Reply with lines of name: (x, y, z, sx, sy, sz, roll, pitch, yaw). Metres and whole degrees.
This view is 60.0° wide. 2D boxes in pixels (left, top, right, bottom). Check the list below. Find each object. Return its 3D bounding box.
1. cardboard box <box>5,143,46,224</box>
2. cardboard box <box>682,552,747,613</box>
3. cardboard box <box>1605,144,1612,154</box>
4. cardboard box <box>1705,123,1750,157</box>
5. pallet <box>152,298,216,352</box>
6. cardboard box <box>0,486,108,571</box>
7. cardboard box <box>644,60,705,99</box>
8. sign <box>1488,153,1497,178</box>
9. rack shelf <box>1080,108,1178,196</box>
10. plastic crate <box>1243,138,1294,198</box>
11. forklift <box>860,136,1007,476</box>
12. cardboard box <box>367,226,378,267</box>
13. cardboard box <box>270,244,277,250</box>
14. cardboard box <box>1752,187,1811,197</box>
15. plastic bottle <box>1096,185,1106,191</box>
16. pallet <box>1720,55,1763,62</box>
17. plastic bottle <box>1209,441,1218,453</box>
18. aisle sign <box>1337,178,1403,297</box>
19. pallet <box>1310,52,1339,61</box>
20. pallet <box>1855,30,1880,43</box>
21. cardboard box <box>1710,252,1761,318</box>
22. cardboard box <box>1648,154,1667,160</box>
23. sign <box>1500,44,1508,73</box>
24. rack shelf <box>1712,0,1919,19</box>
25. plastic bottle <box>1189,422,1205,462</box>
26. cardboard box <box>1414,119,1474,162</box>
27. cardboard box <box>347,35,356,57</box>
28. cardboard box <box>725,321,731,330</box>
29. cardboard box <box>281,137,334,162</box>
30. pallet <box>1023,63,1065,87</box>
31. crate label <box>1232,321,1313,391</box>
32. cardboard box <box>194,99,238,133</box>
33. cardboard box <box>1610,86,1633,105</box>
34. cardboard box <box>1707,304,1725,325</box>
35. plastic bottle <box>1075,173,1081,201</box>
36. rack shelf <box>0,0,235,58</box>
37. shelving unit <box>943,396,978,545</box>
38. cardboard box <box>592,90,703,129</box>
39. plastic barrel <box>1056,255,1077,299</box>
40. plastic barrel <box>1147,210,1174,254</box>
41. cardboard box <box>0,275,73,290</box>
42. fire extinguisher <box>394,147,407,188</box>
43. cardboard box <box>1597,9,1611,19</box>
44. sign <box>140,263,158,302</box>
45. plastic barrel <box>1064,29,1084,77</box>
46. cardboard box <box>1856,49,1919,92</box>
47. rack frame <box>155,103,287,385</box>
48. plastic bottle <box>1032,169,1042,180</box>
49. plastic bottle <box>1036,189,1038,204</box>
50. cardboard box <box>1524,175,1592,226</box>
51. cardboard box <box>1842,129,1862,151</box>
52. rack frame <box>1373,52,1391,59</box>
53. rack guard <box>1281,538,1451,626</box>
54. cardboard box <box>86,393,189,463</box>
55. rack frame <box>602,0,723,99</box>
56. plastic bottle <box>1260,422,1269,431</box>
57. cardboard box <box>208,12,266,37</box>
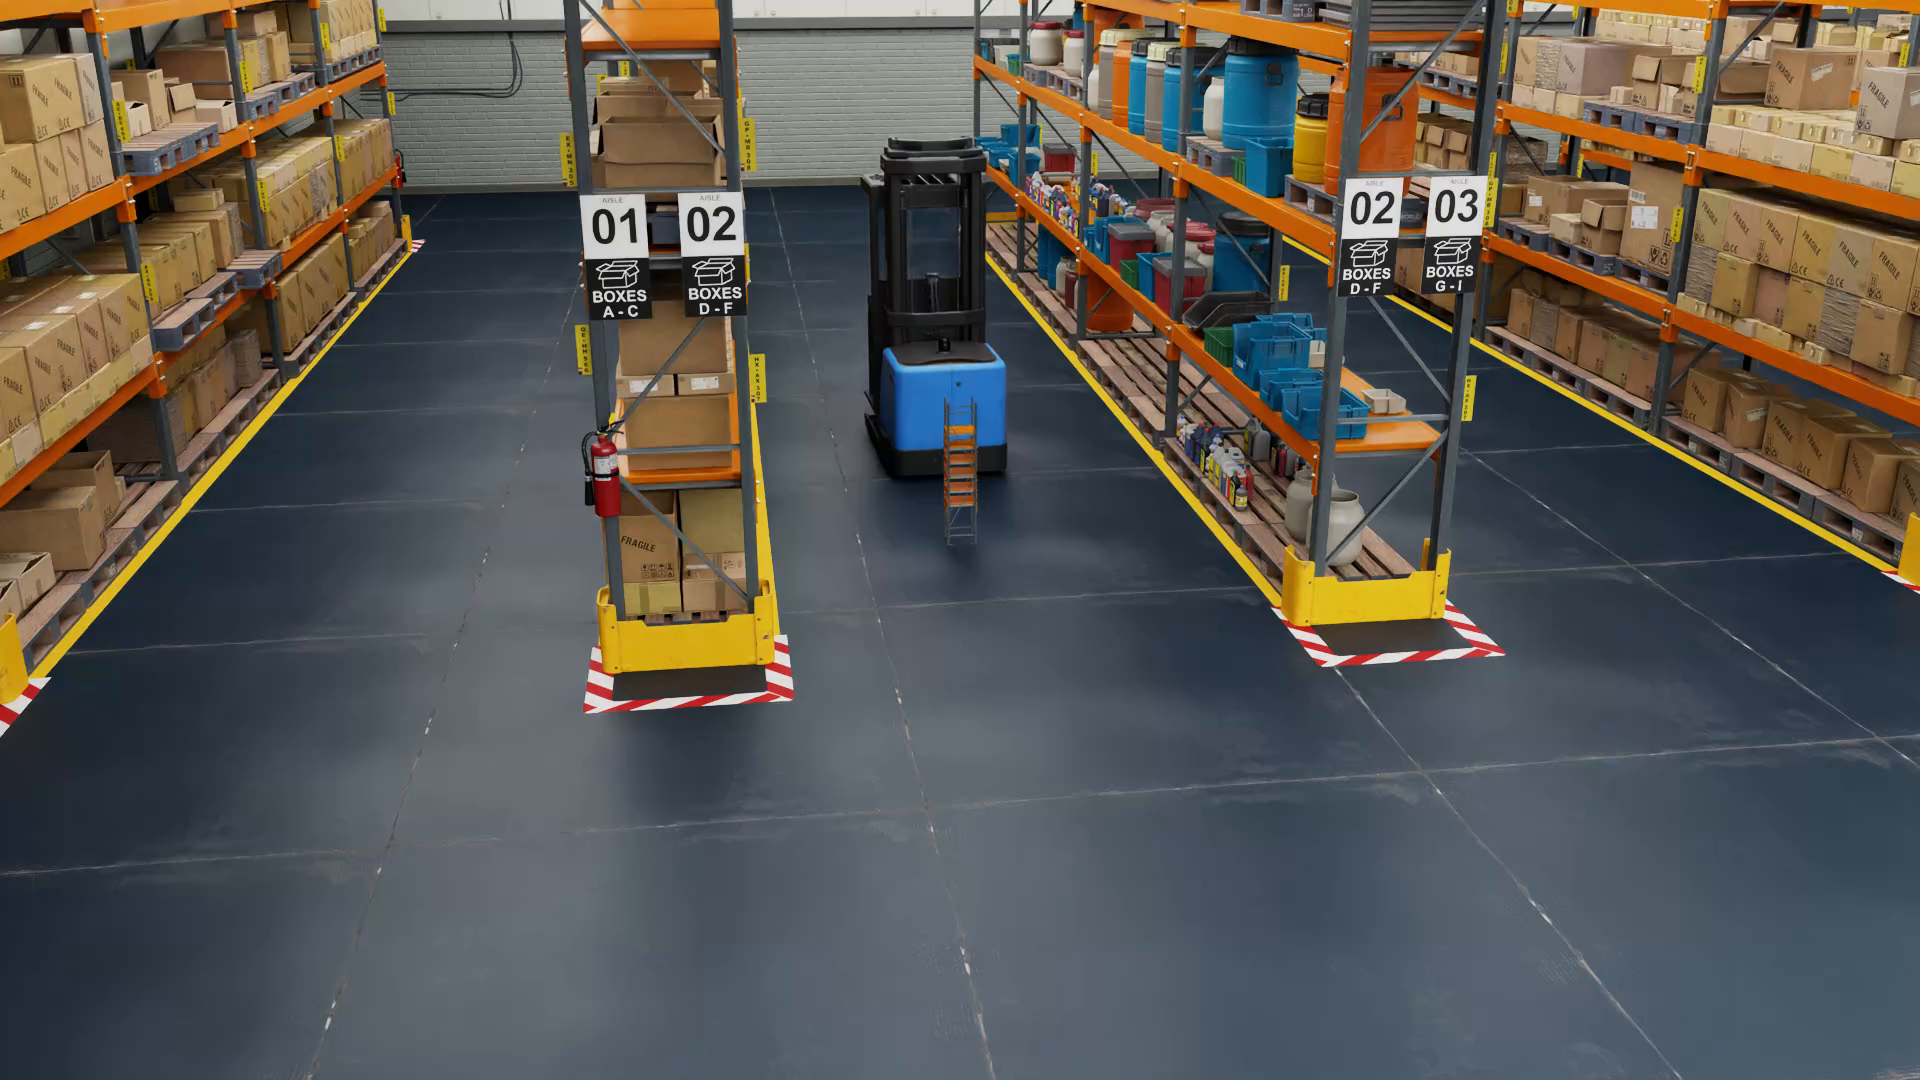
cardboard box: (-6.799, -2.483, 11.619, 0.500, 0.500, 0.500, -2, 21, -4)
cardboard box: (-1.735, 0.302, 11.951, 0.500, 0.250, 0.500, -3, 21, -8)
cardboard box: (10.516, -6.240, 26.495, 0.380, 0.149, 0.250, -3, 21, -8)
cardboard box: (7.160, -3.642, 15.108, 0.500, 0.250, 0.500, -4, 21, -10)
pallet: (-7.322, -1.909, 14.814, 1.003, 0.211, 1.213, -3, 21, -8)
cardboard box: (-6.928, -0.075, 12.573, 0.700, 0.500, 0.500, -4, 21, -11)
cardboard box: (-2.504, -4.076, 14.598, 0.500, 0.500, 0.500, -3, 21, -7)
sign: (6.224, -4.374, 19.486, 0.100, 0.325, 0.005, -3, 21, -8)
rack shelf: (2.159, -3.987, 16.845, 1.077, 0.370, 4.000, -3, 21, -8)
plastic crate: (2.452, -2.884, 12.887, 0.392, 0.384, 0.575, -3, 21, -8)
forklift: (-0.346, -2.431, 16.037, 1.130, 2.935, 3.031, -4, 21, -10)
cardboard box: (-8.656, -4.138, 23.481, 0.700, 0.500, 0.500, -2, 21, -6)
cardboard box: (-7.778, -3.217, 18.372, 0.380, 0.149, 0.250, -3, 21, -7)
cardboard box: (7.686, -2.989, 15.434, 0.500, 0.500, 0.500, -3, 21, -8)
plastic bottle: (1.816, -4.470, 21.575, 0.152, 0.276, 0.135, -3, 21, -8)
pallet: (11.102, -6.559, 22.972, 1.213, 0.211, 1.003, -3, 21, -8)
plastic bottle: (2.239, -0.739, 14.680, 0.097, 0.271, 0.097, 0, 20, 0)
aisle sign: (2.741, -2.019, 11.120, 0.394, 0.787, 0.004, -3, 21, -8)
pallet: (5.916, -7.315, 24.854, 1.003, 0.211, 1.213, -3, 21, -8)
pallet: (15.543, -8.238, 27.325, 1.003, 0.211, 1.213, -3, 21, -8)
cardboard box: (7.390, -2.328, 15.095, 0.875, 0.500, 0.500, -3, 21, -8)
cardboard box: (10.696, -5.980, 24.873, 0.500, 0.500, 0.500, -3, 21, -9)
sign: (6.222, -5.520, 19.070, 0.100, 0.325, 0.005, -3, 21, -8)
rack shelf: (7.637, -4.255, 13.281, 1.077, 0.370, 4.000, -3, 21, -8)
plastic bottle: (2.154, -0.891, 14.972, 0.144, 0.351, 0.185, -2, 21, -6)
cardboard box: (6.384, -5.304, 22.053, 0.797, 0.503, 0.637, -3, 21, -7)
cardboard box: (-8.488, -6.682, 22.503, 0.500, 0.250, 0.500, -3, 21, -9)
cardboard box: (-1.909, -1.536, 12.472, 0.380, 0.149, 0.250, -3, 21, -8)
cardboard box: (-8.189, -4.895, 20.865, 0.500, 0.250, 0.500, -2, 21, -6)
pallet: (1.504, -6.046, 21.601, 1.213, 0.211, 1.003, -3, 21, -8)
crate label: (2.491, -1.482, 13.345, 0.502, 0.435, 0.616, -3, 21, -8)
cardboard box: (-7.561, -4.249, 16.616, 0.500, 0.311, 0.500, -3, 21, -8)
cardboard box: (6.980, -4.613, 17.226, 0.380, 0.166, 0.250, -3, 21, -9)
cardboard box: (7.169, -2.096, 15.401, 0.380, 0.149, 0.250, -3, 21, -8)
plastic bottle: (1.608, -4.664, 21.987, 0.144, 0.351, 0.185, -3, 21, -8)
rack shelf: (-7.644, -4.705, 15.052, 1.077, 0.370, 4.000, -3, 21, -8)
shelving unit: (0.002, -0.557, 13.493, 0.258, 1.200, 0.189, -3, 21, -8)
cardboard box: (-2.342, -3.117, 12.540, 0.797, 0.503, 0.637, -1, 20, -2)
plastic barrel: (1.451, -3.393, 21.469, 0.421, 0.512, 0.421, 0, 20, 0)
plastic barrel: (2.231, -3.318, 18.153, 0.421, 0.512, 0.421, 0, 20, 0)
cardboard box: (-7.495, -1.844, 13.480, 0.500, 0.500, 0.500, -3, 21, -9)
fire extinguisher: (-8.651, -5.746, 25.457, 0.296, 0.674, 0.183, -3, 21, -8)
cardboard box: (10.382, -8.389, 26.533, 0.380, 0.149, 0.250, -2, 21, -6)
sign: (-6.820, -2.162, 13.981, 0.100, 0.325, 0.005, -3, 21, -8)
plastic barrel: (1.467, -5.883, 20.099, 0.433, 0.535, 0.433, 0, 20, 0)
cardboard box: (11.361, -5.713, 20.295, 0.500, 0.500, 0.500, -3, 21, -8)
rack frame: (-7.932, -3.112, 17.760, 1.000, 3.000, 0.127, -3, 21, -8)
plastic bottle: (1.030, -4.821, 22.407, 0.144, 0.351, 0.185, -3, 21, -8)
plastic bottle: (1.041, -4.522, 21.819, 0.097, 0.201, 0.097, 0, 20, 0)
cardboard box: (6.890, -3.920, 19.180, 0.500, 0.500, 0.500, -6, 21, -14)
cardboard box: (7.403, -3.241, 13.465, 0.380, 0.149, 0.250, -4, 21, -11)
rack frame: (6.196, -8.056, 22.425, 1.000, 3.000, 0.127, -3, 21, -8)
rack guard: (2.967, 0.306, 12.183, 1.175, 0.500, 0.348, -3, 21, -8)
cardboard box: (-7.478, -1.016, 15.092, 0.700, 0.500, 0.500, -2, 21, -6)
rack frame: (-2.454, -4.788, 13.675, 1.000, 3.000, 0.127, -3, 21, -8)
plastic bottle: (2.826, -0.983, 15.218, 0.144, 0.351, 0.185, -3, 21, -9)
cardboard box: (-8.417, -6.004, 19.374, 0.500, 0.250, 0.500, -4, 21, -9)
